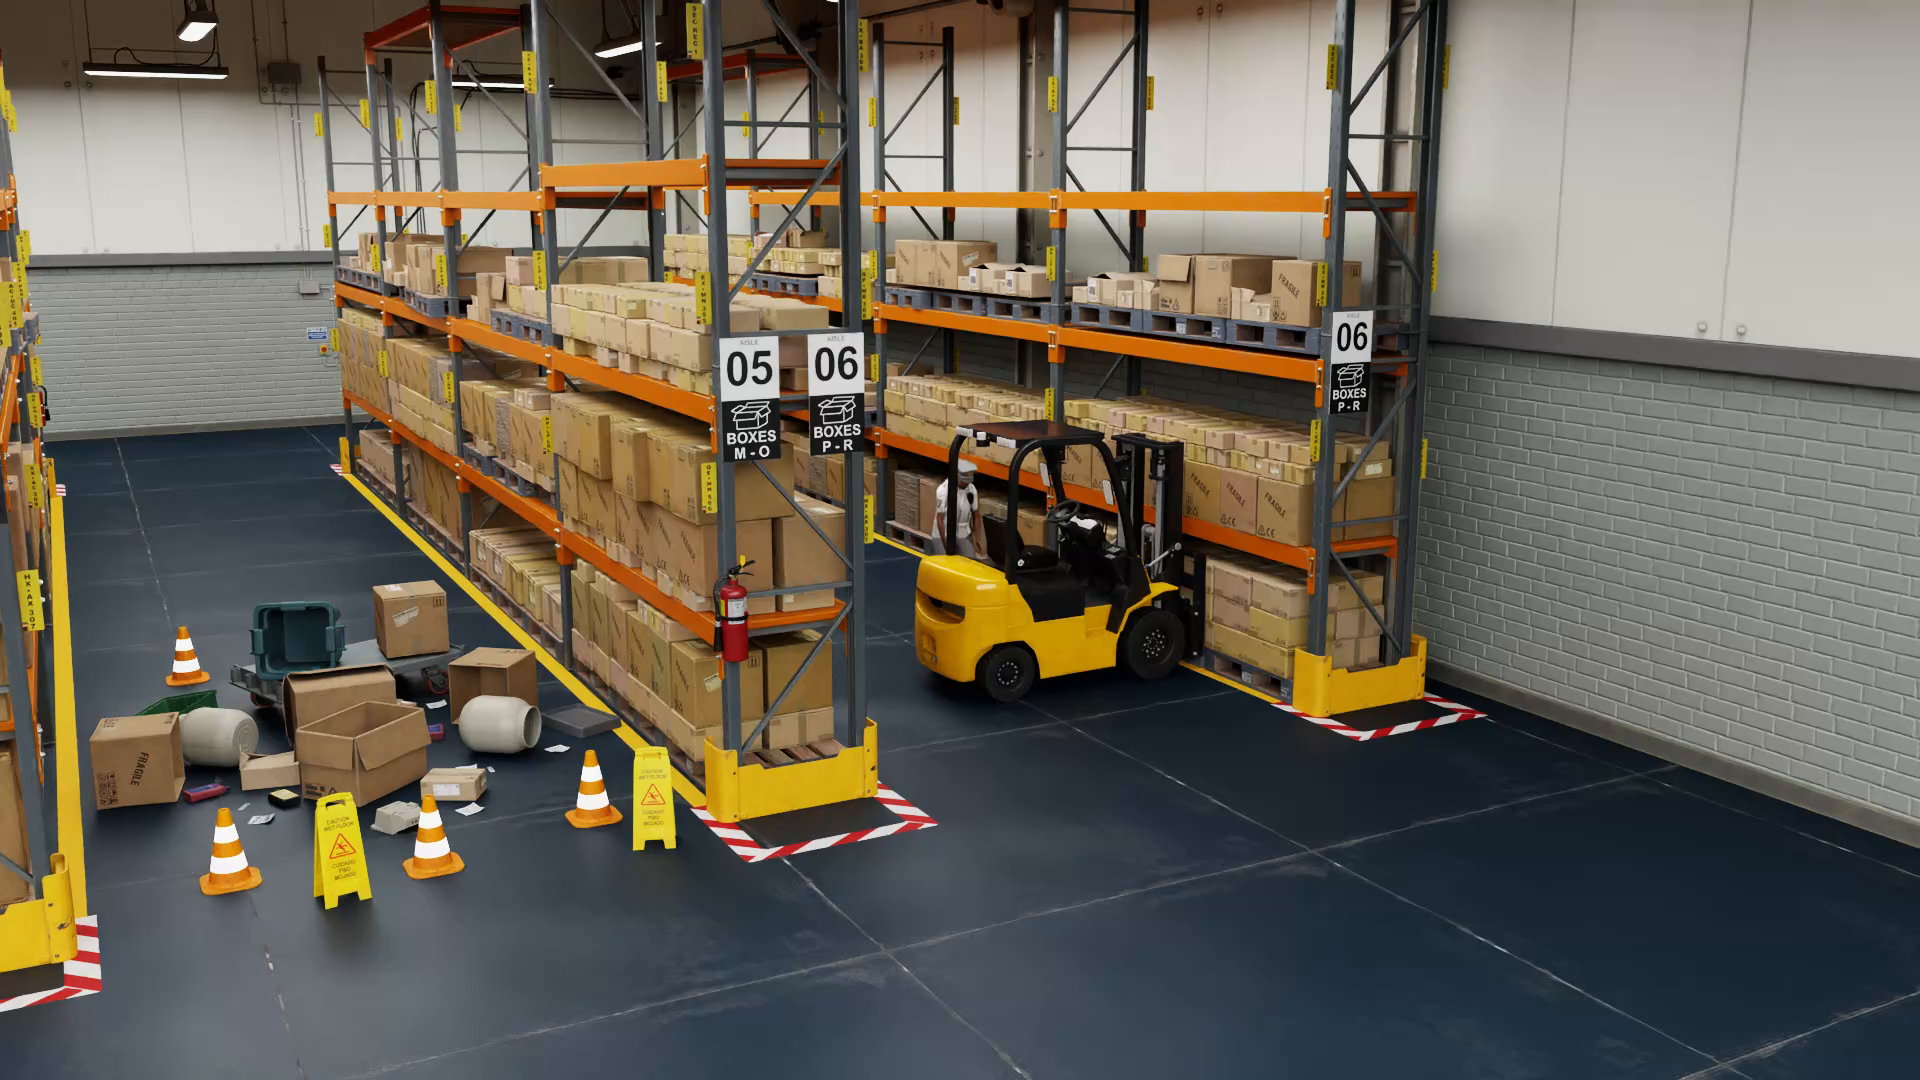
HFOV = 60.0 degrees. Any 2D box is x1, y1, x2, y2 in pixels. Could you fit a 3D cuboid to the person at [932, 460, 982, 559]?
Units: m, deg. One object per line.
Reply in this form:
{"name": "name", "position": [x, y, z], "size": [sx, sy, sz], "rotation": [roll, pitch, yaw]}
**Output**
{"name": "person", "position": [-0.016, 0.010, 16.113], "size": [0.469, 1.591, 0.500], "rotation": [-6, 13, -27]}
